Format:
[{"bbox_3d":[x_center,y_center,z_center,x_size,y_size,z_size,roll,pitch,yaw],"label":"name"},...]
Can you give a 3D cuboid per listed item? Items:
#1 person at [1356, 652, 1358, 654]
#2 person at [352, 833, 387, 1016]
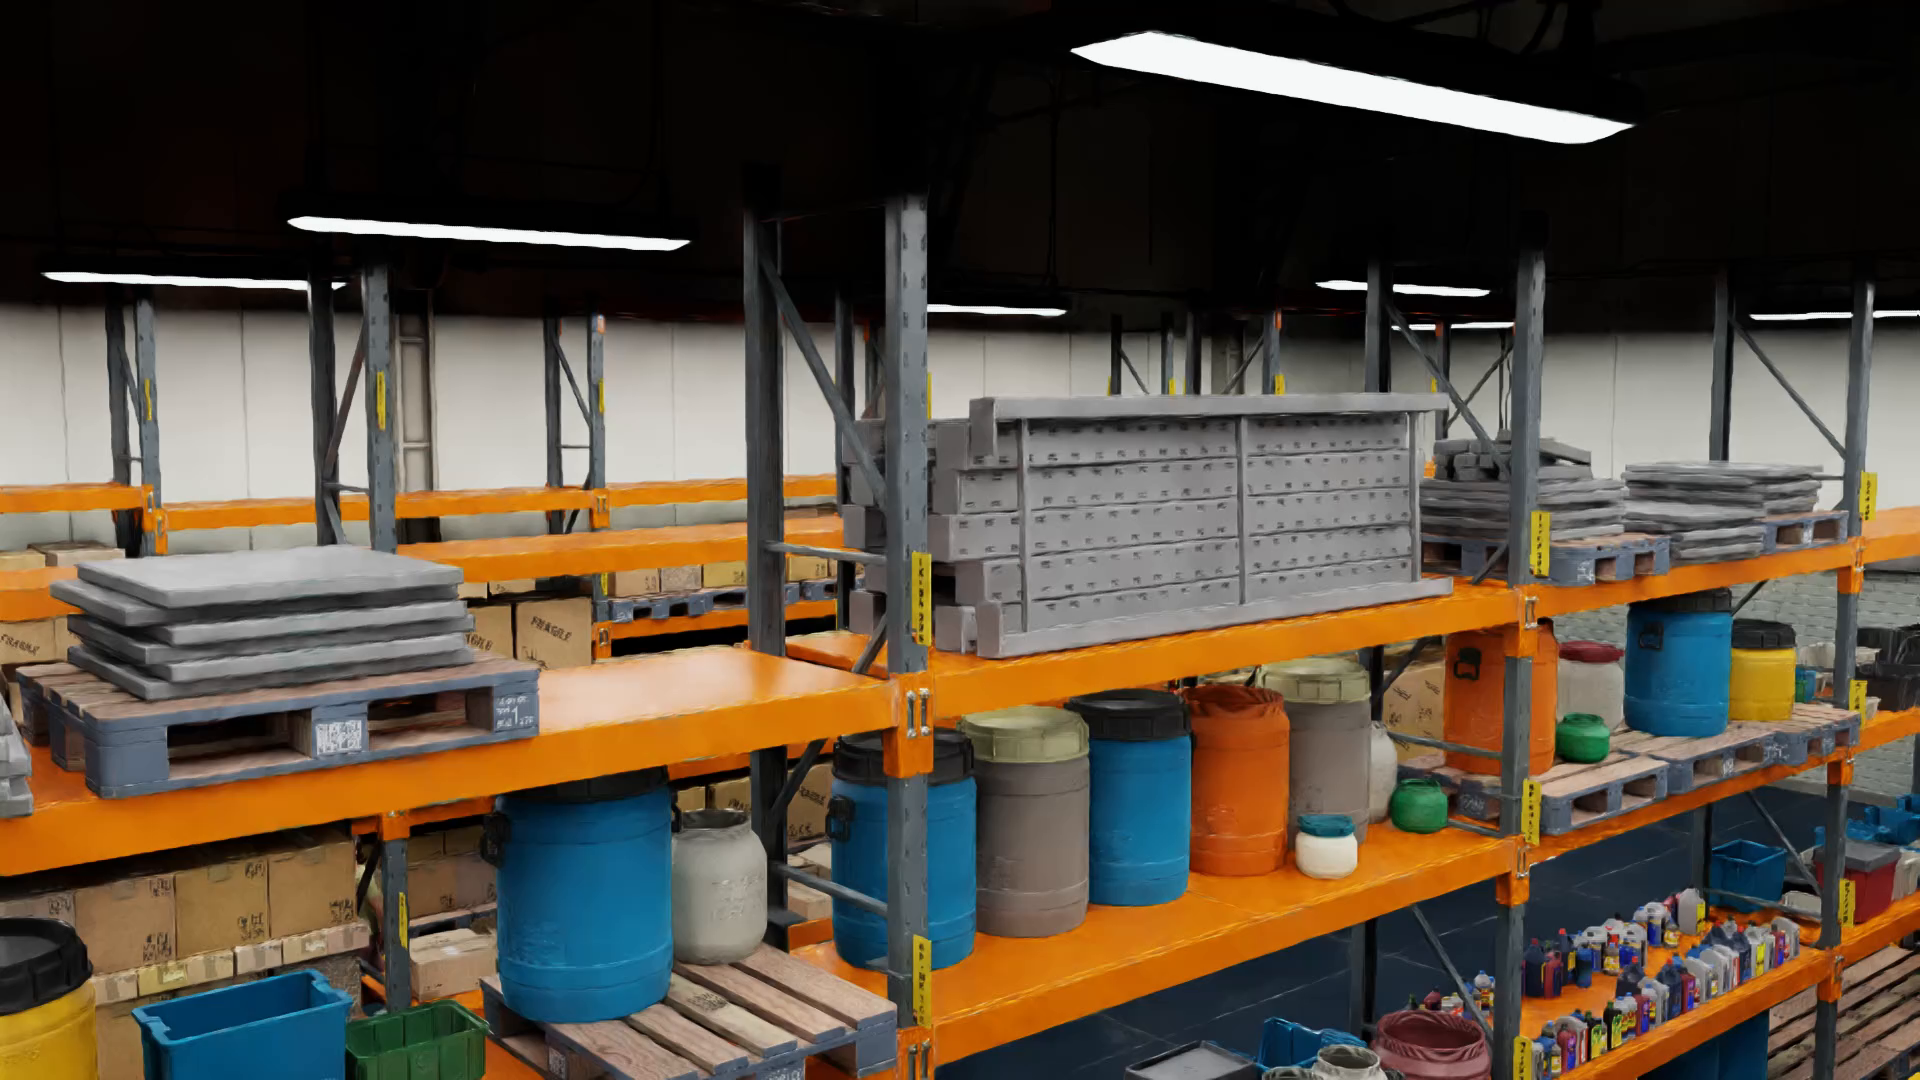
[{"bbox_3d":[5.124,2.255,21.039,0.744,1.752,0.570,0,6,0],"label":"person"},{"bbox_3d":[-4.784,3.095,13.084,0.445,1.605,1.017,5,7,41],"label":"person"}]
